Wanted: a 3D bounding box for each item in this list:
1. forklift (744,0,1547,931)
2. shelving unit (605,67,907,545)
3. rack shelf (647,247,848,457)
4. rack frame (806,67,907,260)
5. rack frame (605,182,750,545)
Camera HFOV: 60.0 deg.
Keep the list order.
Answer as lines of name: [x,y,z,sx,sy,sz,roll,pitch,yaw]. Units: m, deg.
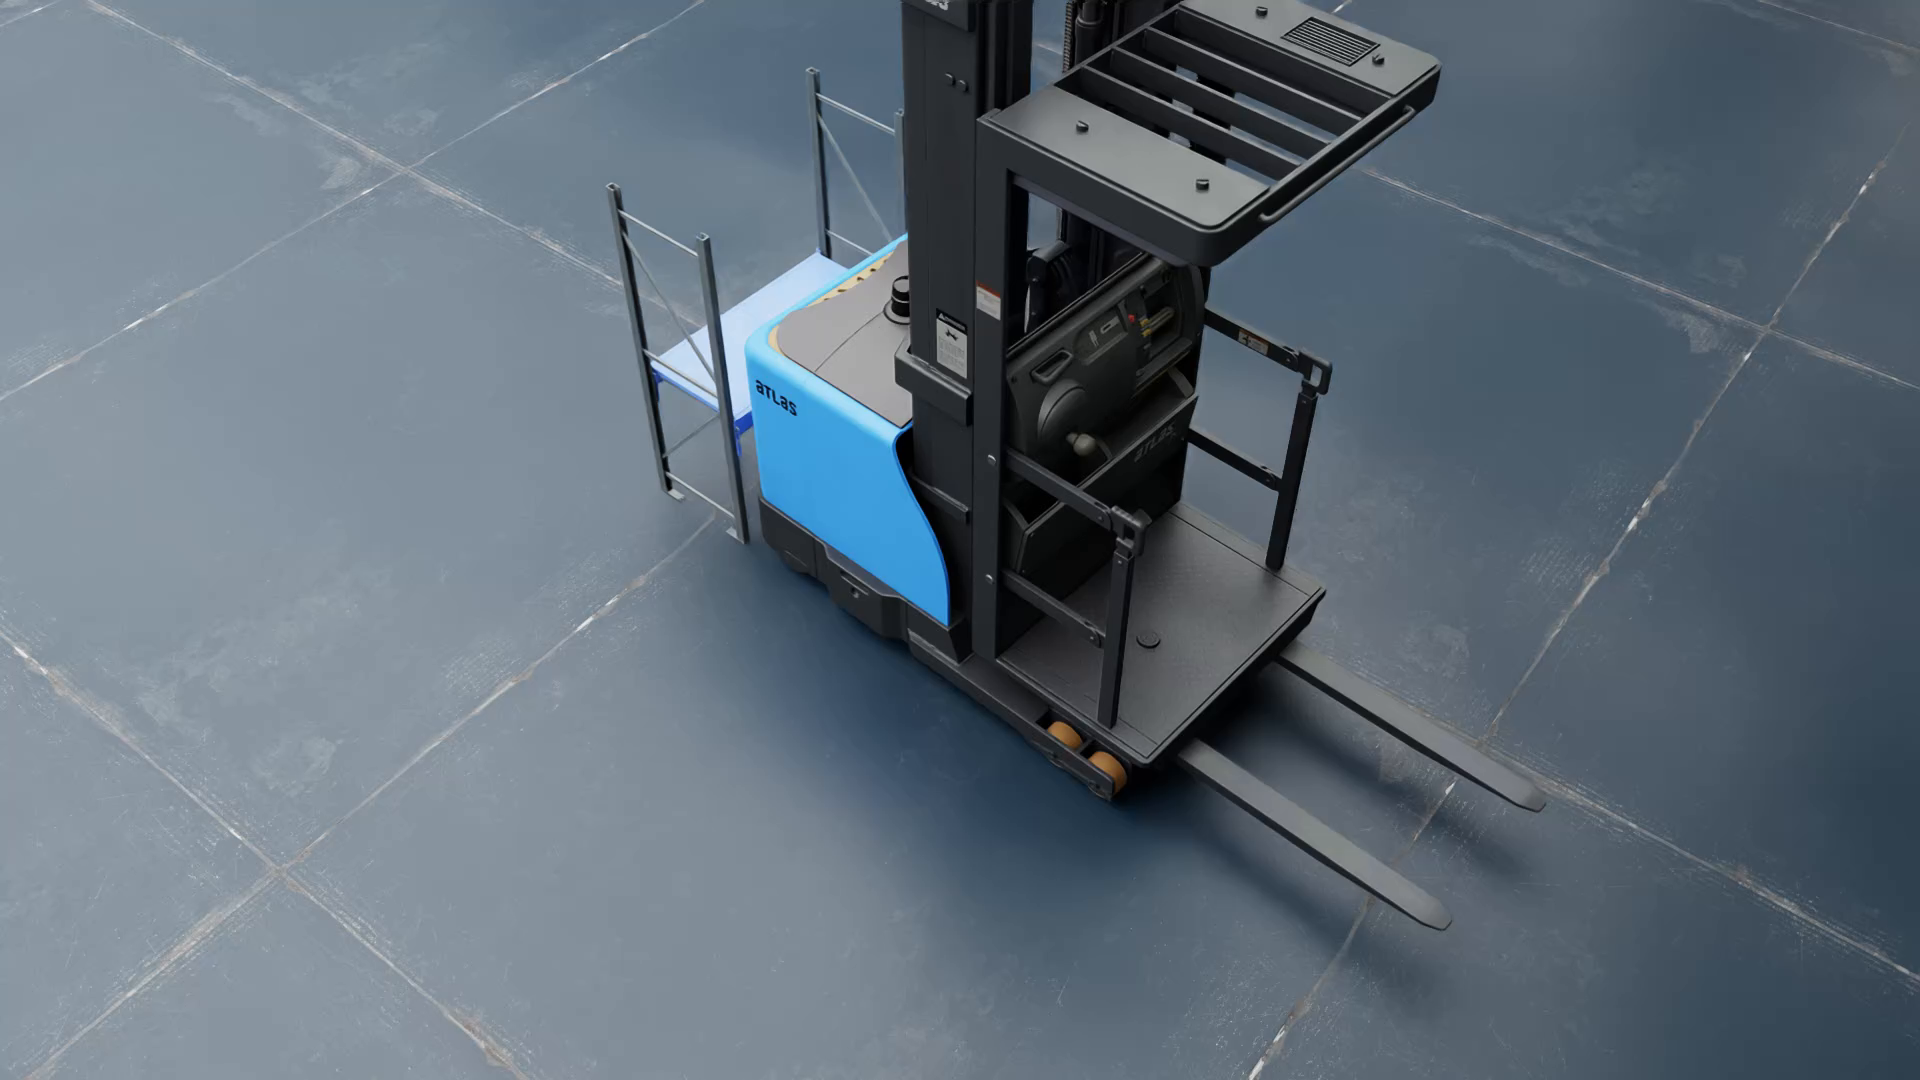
forklift: [0.635,-0.536,5.235,3.031,2.935,1.130,33,55,28]
shelving unit: [-0.723,-0.903,6.575,0.538,1.500,1.048,32,54,27]
rack shelf: [-0.723,-0.778,6.705,0.538,0.185,1.000,32,54,27]
rack frame: [-0.394,-1.183,6.843,0.500,1.500,0.032,32,54,27]
rack frame: [-1.052,-0.622,6.307,0.500,1.500,0.032,32,54,27]
